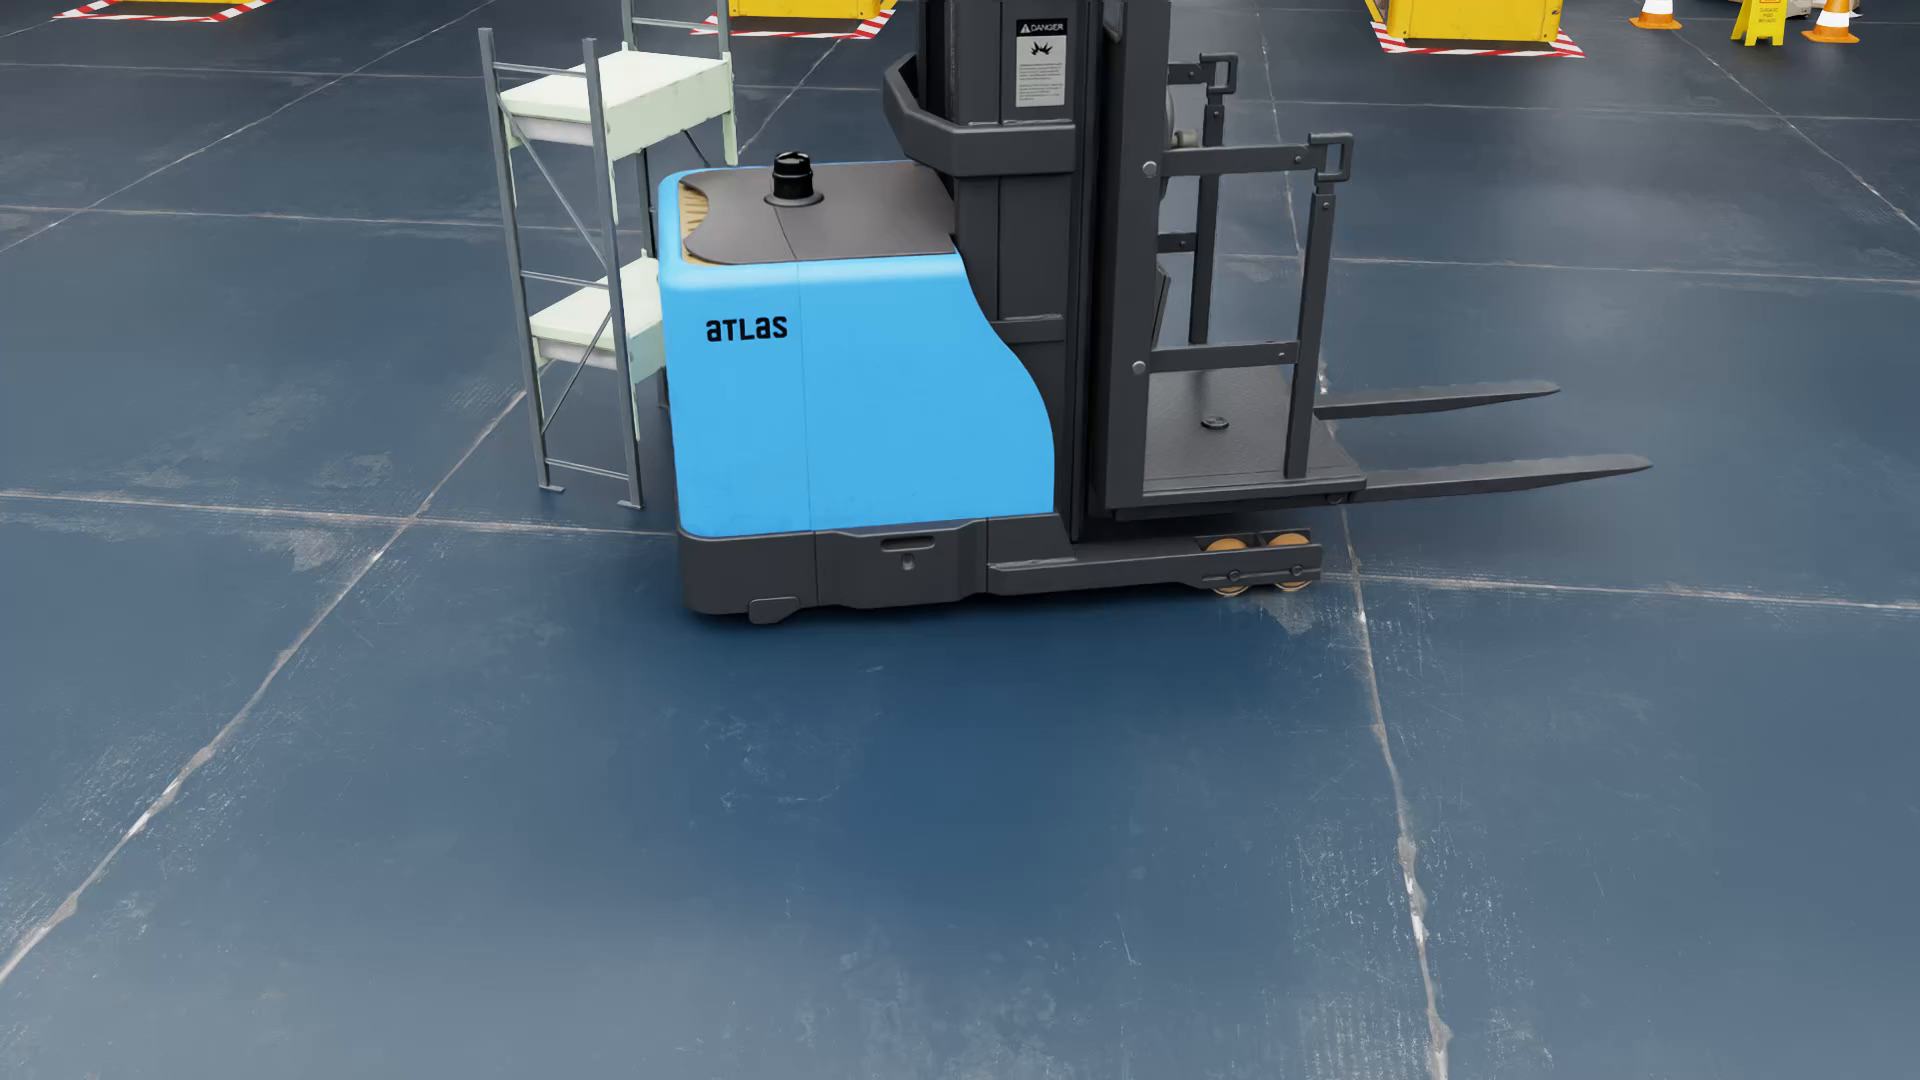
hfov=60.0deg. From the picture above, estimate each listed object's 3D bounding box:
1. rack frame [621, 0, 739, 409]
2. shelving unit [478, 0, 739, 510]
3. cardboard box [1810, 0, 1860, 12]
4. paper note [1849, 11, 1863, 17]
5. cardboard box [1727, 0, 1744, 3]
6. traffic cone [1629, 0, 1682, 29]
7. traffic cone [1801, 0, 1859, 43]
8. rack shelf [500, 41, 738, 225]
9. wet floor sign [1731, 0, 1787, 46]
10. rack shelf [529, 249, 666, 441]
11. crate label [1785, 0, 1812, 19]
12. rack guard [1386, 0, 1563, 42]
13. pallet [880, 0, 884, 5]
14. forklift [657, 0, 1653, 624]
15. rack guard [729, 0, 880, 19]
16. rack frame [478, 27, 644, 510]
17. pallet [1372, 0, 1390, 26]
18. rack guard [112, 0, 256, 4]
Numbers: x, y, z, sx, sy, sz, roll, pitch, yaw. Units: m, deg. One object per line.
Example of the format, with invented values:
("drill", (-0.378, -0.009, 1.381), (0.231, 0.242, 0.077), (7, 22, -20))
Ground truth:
("rack frame", (-0.929, -1.119, 5.746), (0.400, 1.500, 0.023), (12, 30, 21))
("shelving unit", (-1.076, -0.960, 5.451), (0.431, 1.500, 0.755), (12, 30, 21))
("cardboard box", (6.776, -4.225, 12.936), (0.380, 0.149, 0.250), (20, 34, 32))
("paper note", (6.760, -4.000, 12.642), (0.148, 0.019, 0.142), (-6, 29, -11))
("cardboard box", (6.323, -4.621, 13.297), (0.797, 0.503, 0.637), (-17, 33, -29))
("traffic cone", (5.169, -4.037, 12.255), (0.336, 0.463, 0.334), (3, 28, 6))
("traffic cone", (6.249, -3.811, 11.836), (0.336, 0.463, 0.334), (3, 28, 6))
("rack shelf", (-1.076, -1.304, 5.266), (0.431, 0.370, 0.720), (12, 30, 21))
("wet floor sign", (5.657, -3.821, 11.662), (0.267, 0.644, 0.232), (-1, 28, -3))
("rack shelf", (-1.076, -0.673, 5.606), (0.431, 0.370, 0.720), (12, 30, 21))
("crate label", (6.284, -4.041, 12.607), (0.250, 0.136, 0.298), (-11, 30, -20))
("rack guard", (3.692, -3.874, 11.915), (1.175, 0.500, 0.348), (3, 28, 6))
("pallet", (-1.071, -4.511, 13.400), (1.003, 0.211, 1.213), (3, 28, 6))
("forklift", (0.630, -1.369, 4.701), (3.031, 2.935, 1.130), (-4, 29, -8))
("rack guard", (-1.206, -4.257, 12.625), (1.175, 0.500, 0.348), (3, 28, 6))
("rack frame", (-1.223, -0.801, 5.156), (0.400, 1.500, 0.023), (12, 30, 21))
("pallet", (3.715, -4.139, 12.711), (1.003, 0.211, 1.213), (3, 28, 6))
("rack guard", (-6.168, -4.548, 13.165), (1.175, 0.500, 0.348), (3, 28, 6))
